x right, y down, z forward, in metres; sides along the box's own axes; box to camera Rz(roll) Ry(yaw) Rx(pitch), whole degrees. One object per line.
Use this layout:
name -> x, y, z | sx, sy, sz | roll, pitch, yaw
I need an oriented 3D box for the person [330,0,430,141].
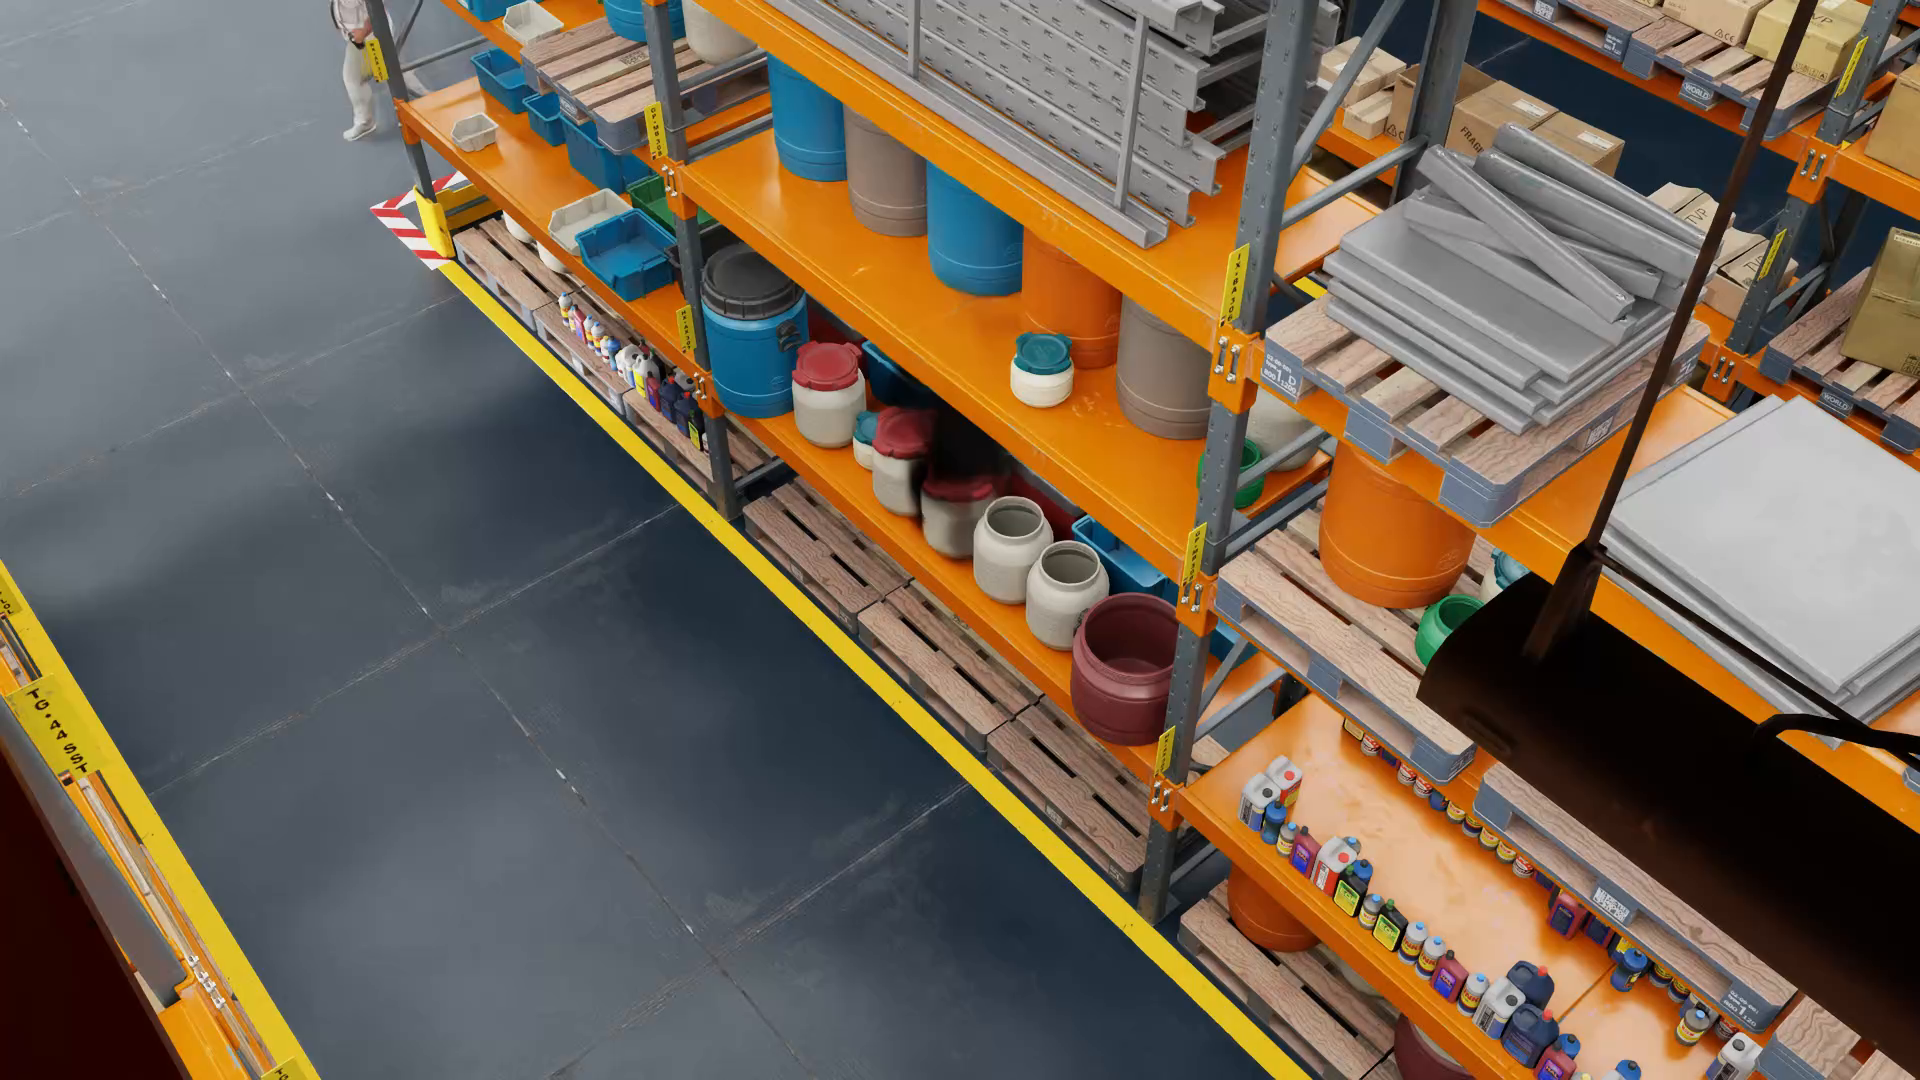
person -> -4.872, -4.154, 13.690 | 0.827, 1.827, 0.662 | 1, 46, 1
